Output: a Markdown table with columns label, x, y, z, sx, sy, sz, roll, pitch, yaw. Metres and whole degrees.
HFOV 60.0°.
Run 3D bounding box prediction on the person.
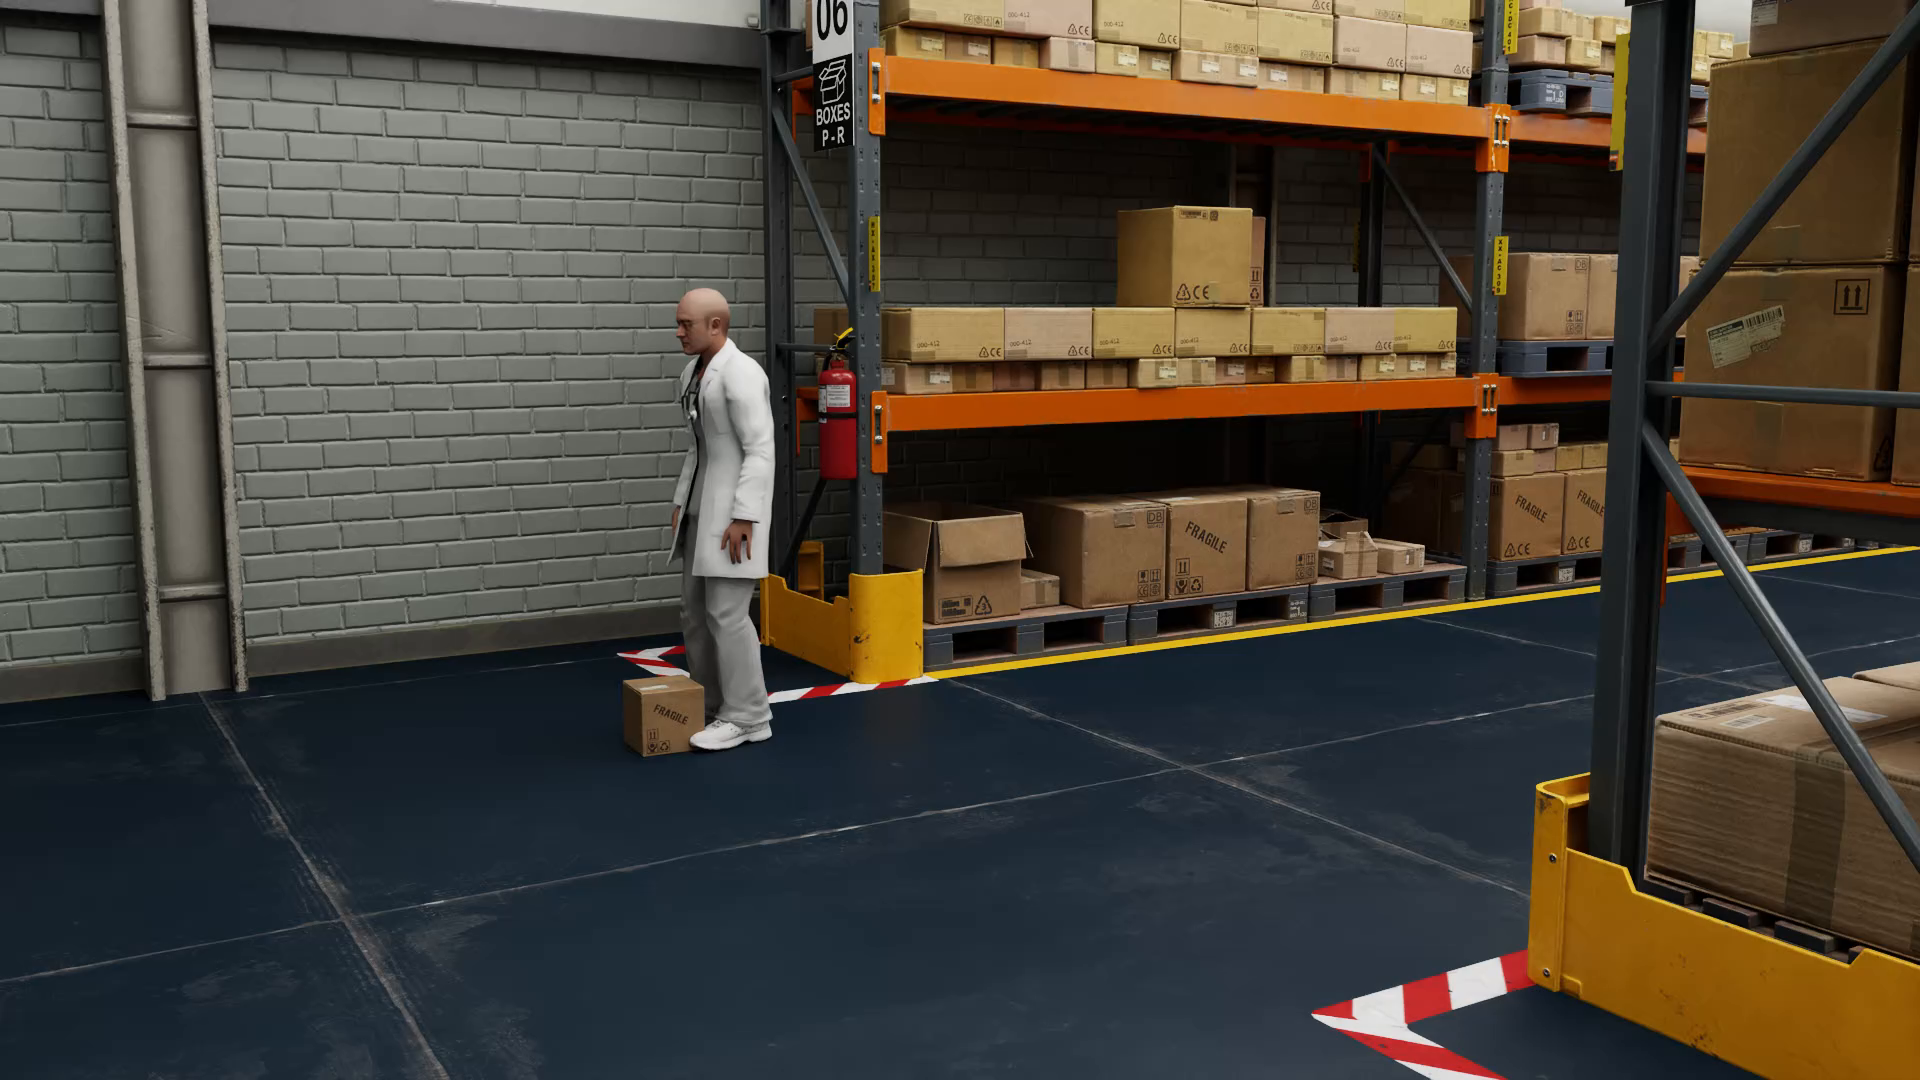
| label | x | y | z | sx | sy | sz | roll | pitch | yaw |
| --- | --- | --- | --- | --- | --- | --- | --- | --- | --- |
| person | -0.945 | -0.090 | 6.515 | 0.412 | 1.774 | 0.652 | -5 | 9 | -32 |
